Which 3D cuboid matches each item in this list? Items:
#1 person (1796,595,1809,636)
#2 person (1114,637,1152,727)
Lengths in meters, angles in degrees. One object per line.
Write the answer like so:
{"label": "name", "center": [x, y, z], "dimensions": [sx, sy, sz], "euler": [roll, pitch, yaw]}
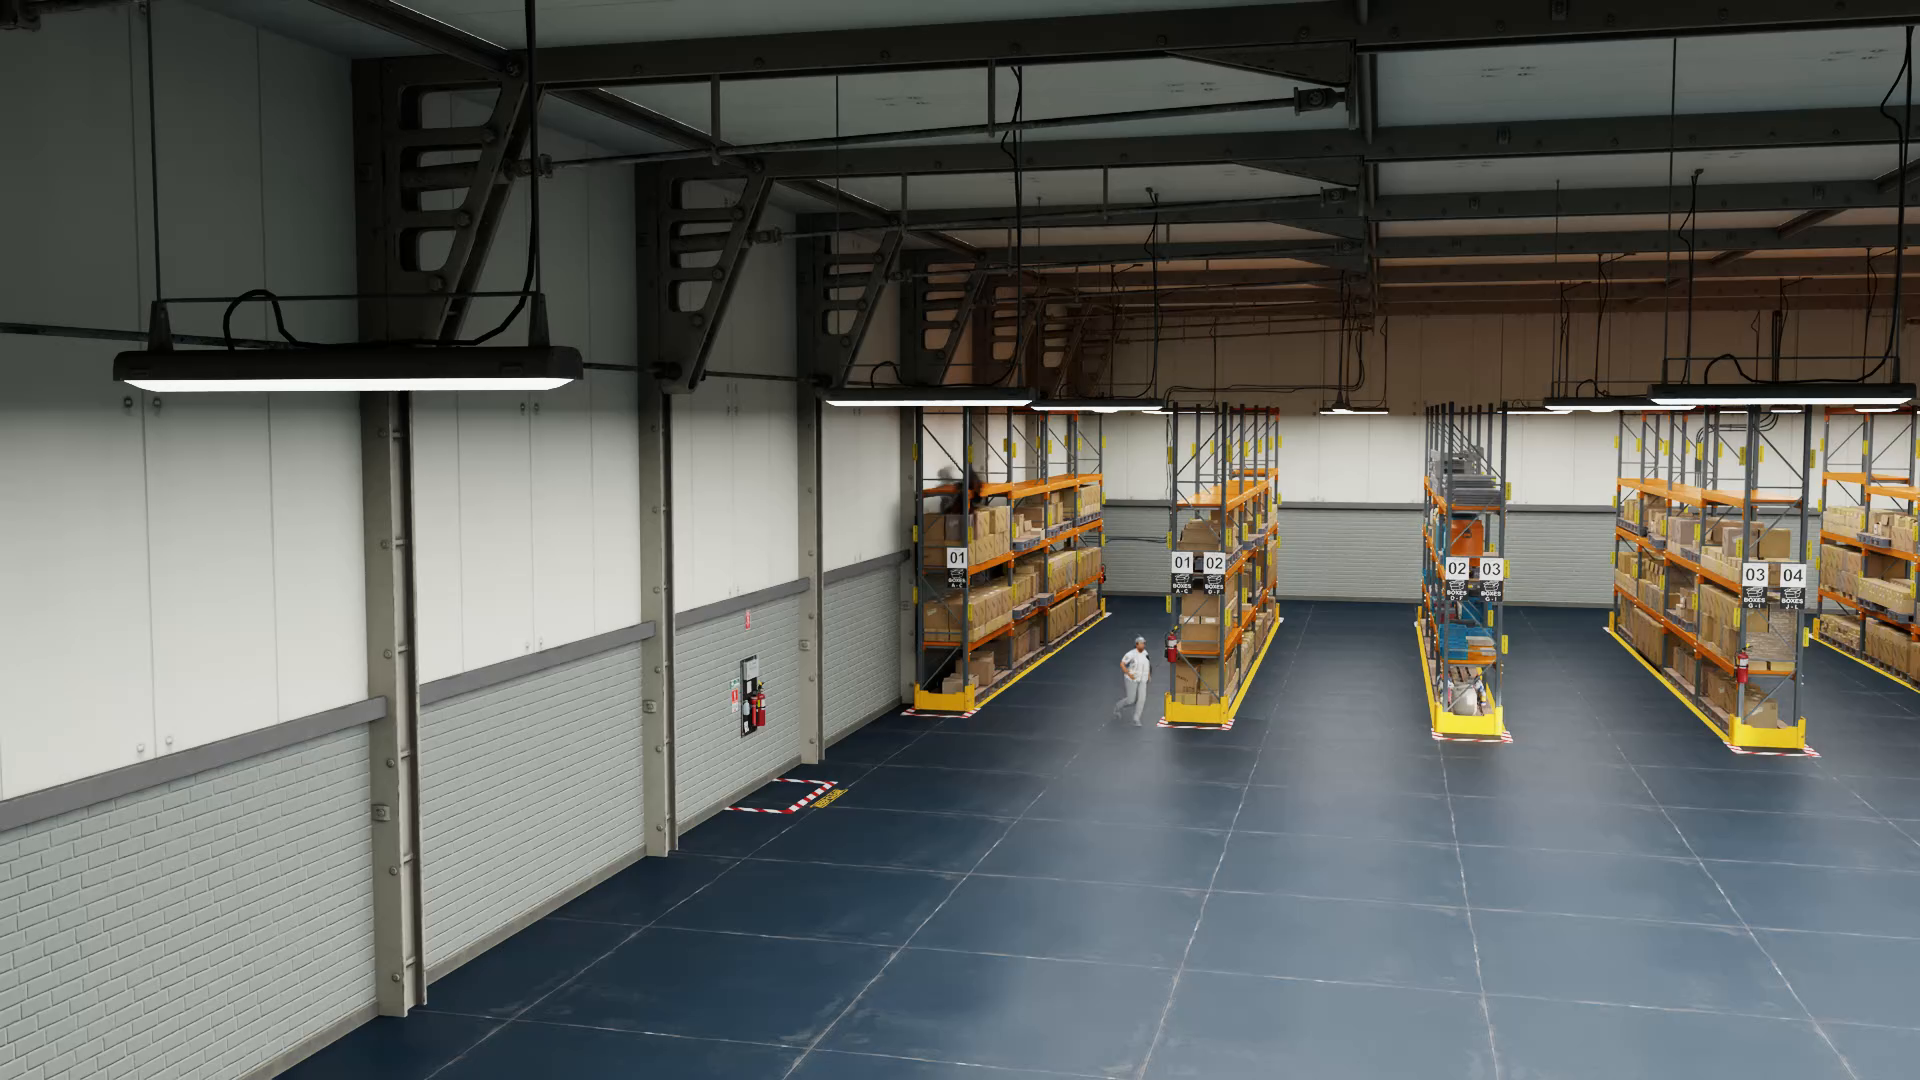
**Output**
{"label": "person", "center": [20.463, 1.918, 40.730], "dimensions": [0.576, 1.705, 0.762], "euler": [1, 4, 17]}
{"label": "person", "center": [3.319, 2.626, 31.092], "dimensions": [0.669, 1.620, 0.766], "euler": [-2, 5, -26]}
